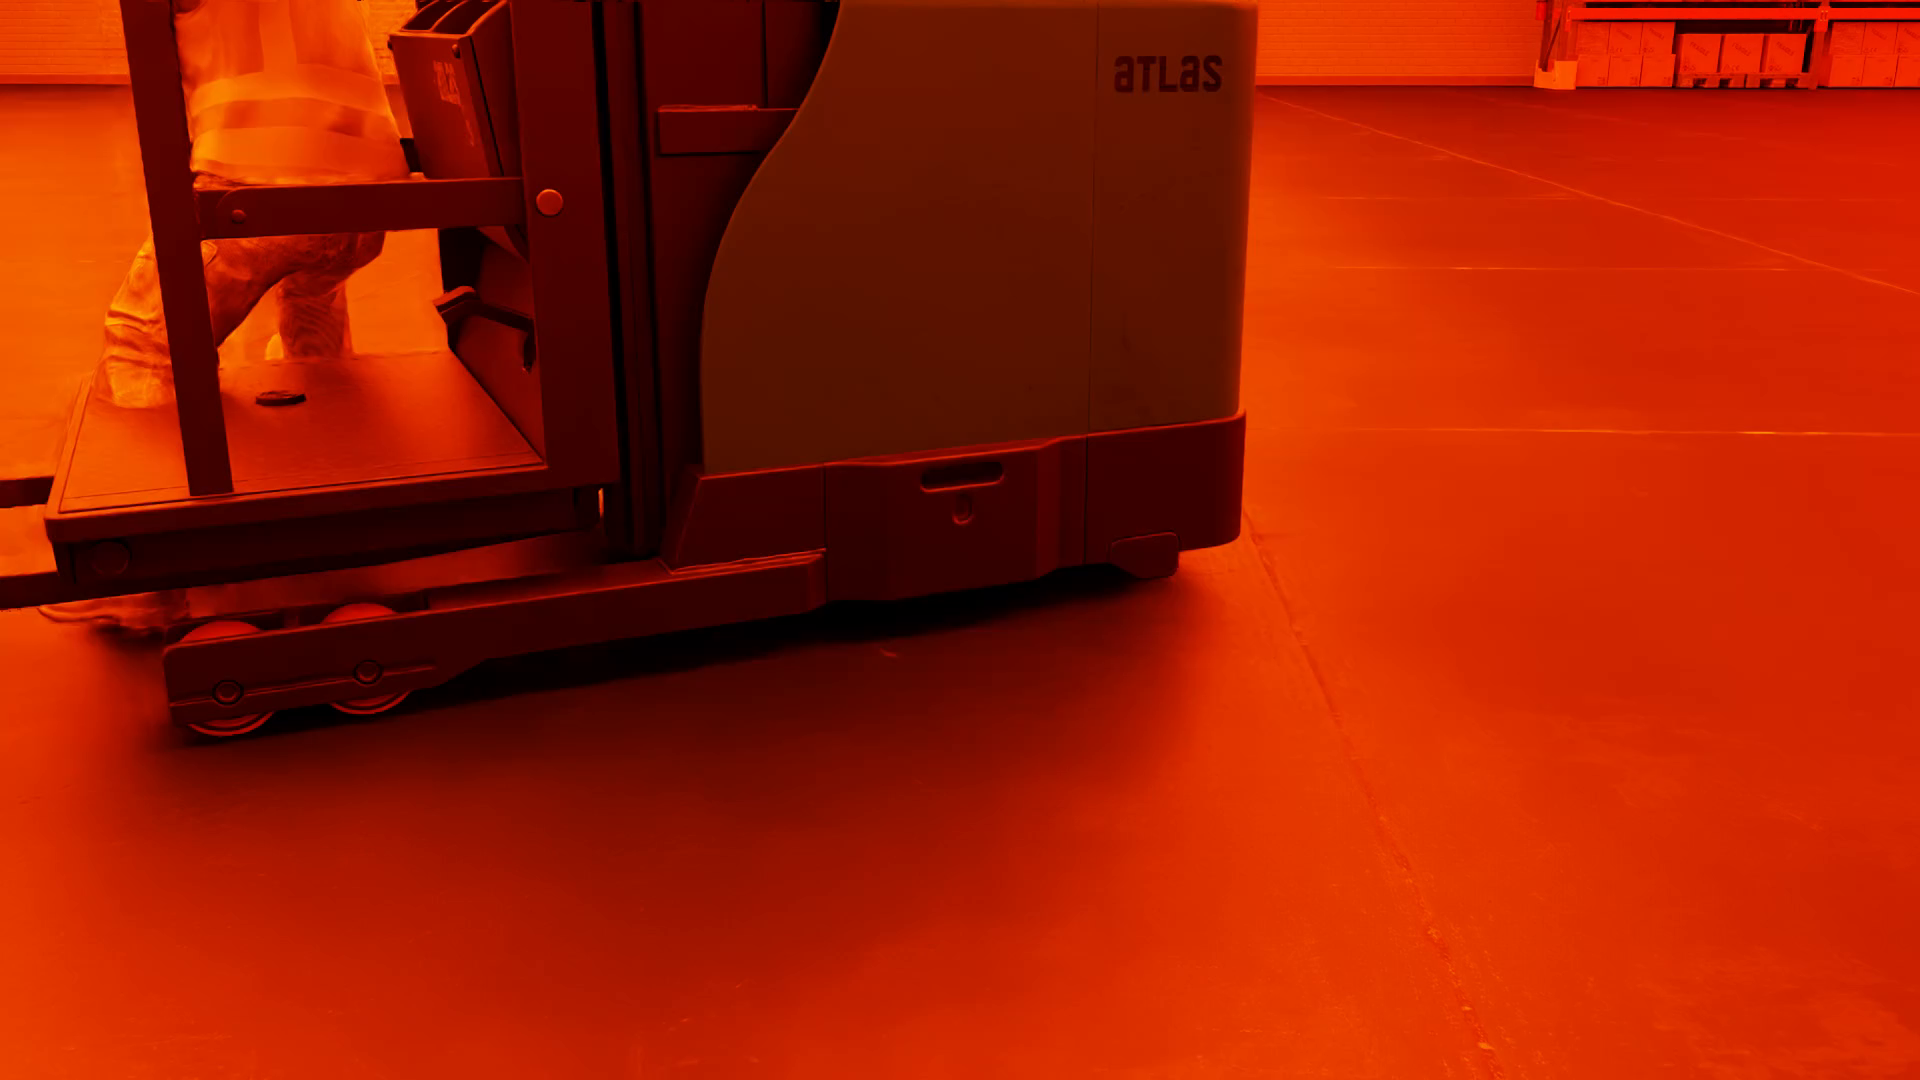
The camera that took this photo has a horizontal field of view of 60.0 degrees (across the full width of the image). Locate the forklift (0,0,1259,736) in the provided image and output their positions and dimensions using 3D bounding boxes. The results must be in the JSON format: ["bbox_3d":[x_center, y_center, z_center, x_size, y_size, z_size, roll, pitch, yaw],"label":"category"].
[{"bbox_3d":[-1.029,-1.289,2.582,3.031,2.935,1.130,-8,19,-23],"label":"forklift"}]

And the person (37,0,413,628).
[{"bbox_3d":[-1.495,-0.723,3.258,0.886,1.412,1.276,7,19,22],"label":"person"}]
